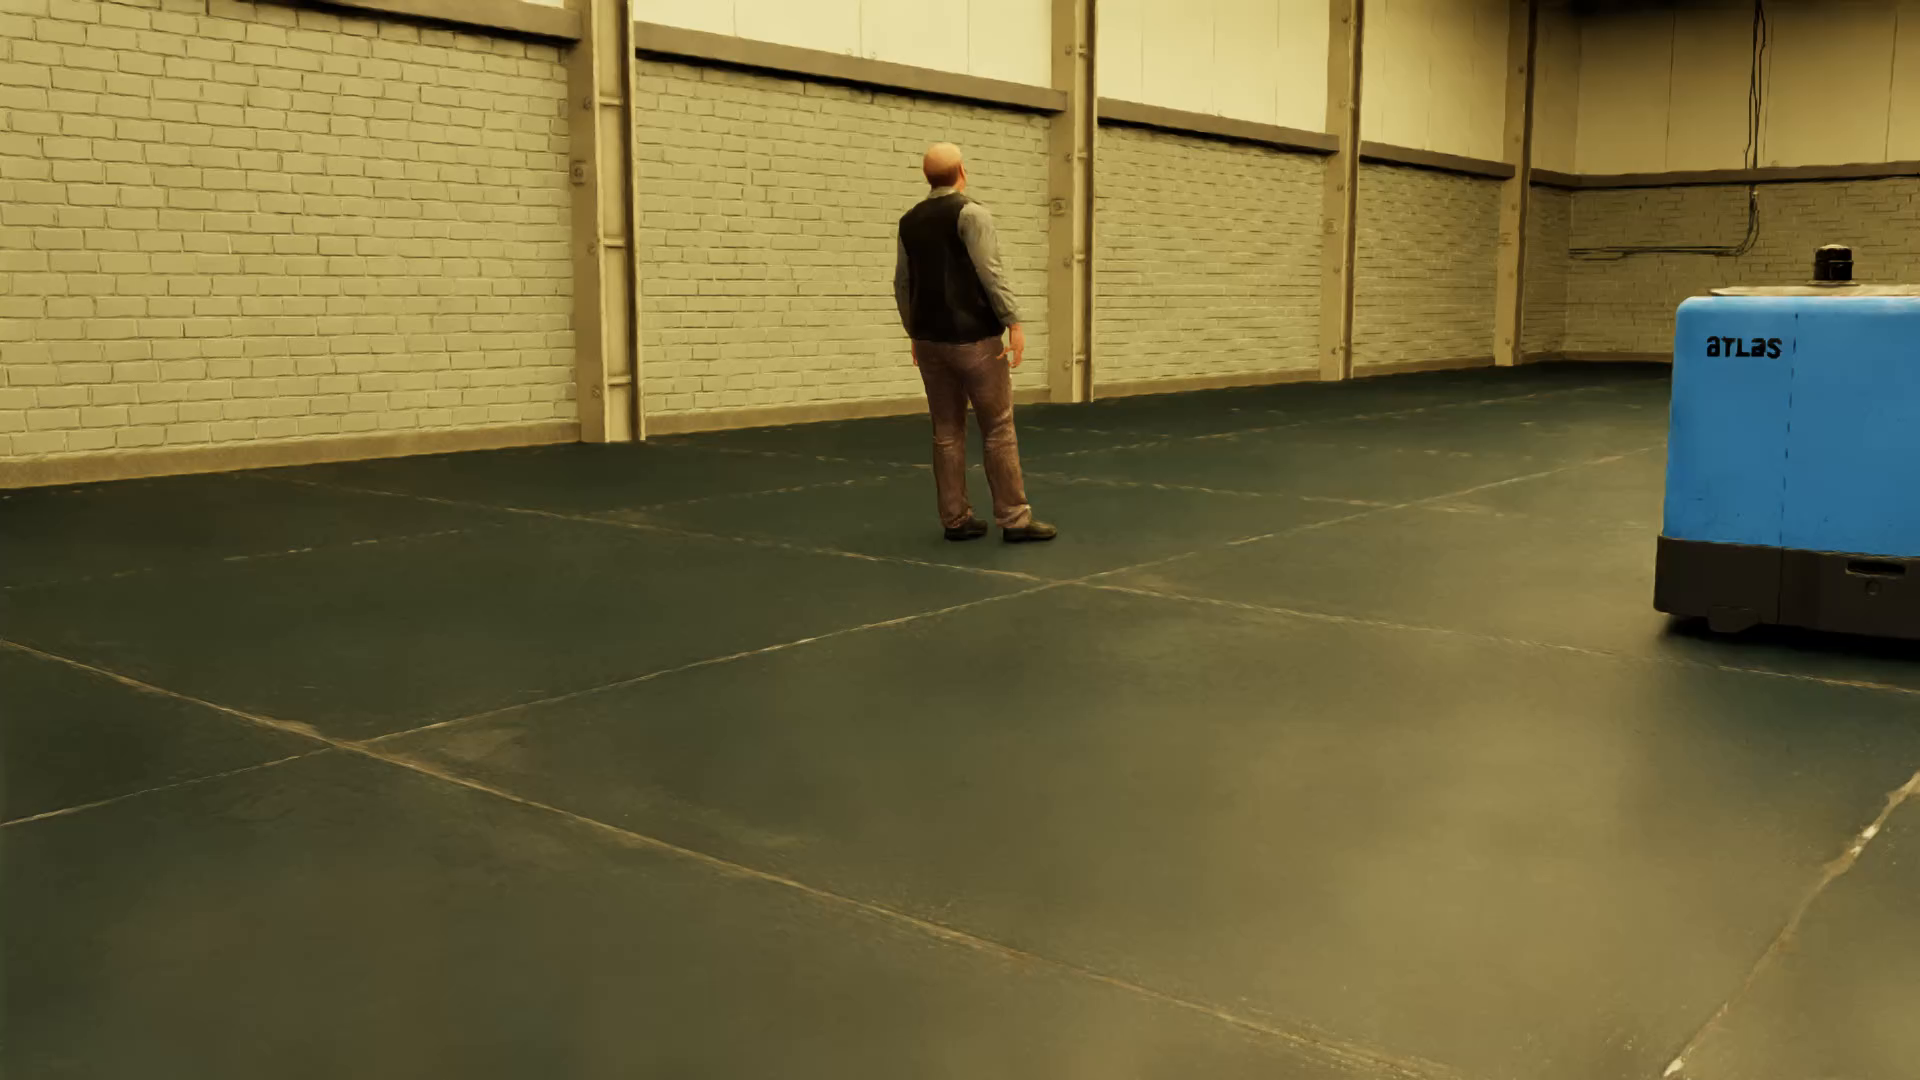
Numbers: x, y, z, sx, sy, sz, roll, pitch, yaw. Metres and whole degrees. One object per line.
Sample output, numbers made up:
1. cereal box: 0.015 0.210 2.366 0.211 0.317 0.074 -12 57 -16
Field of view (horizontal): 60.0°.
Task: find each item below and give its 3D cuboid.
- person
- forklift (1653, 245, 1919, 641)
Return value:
1. person: 0.046 -0.865 7.322 0.632 1.720 0.567 7 11 38
2. forklift: 3.752 -1.089 4.724 3.031 2.935 1.130 6 10 34
